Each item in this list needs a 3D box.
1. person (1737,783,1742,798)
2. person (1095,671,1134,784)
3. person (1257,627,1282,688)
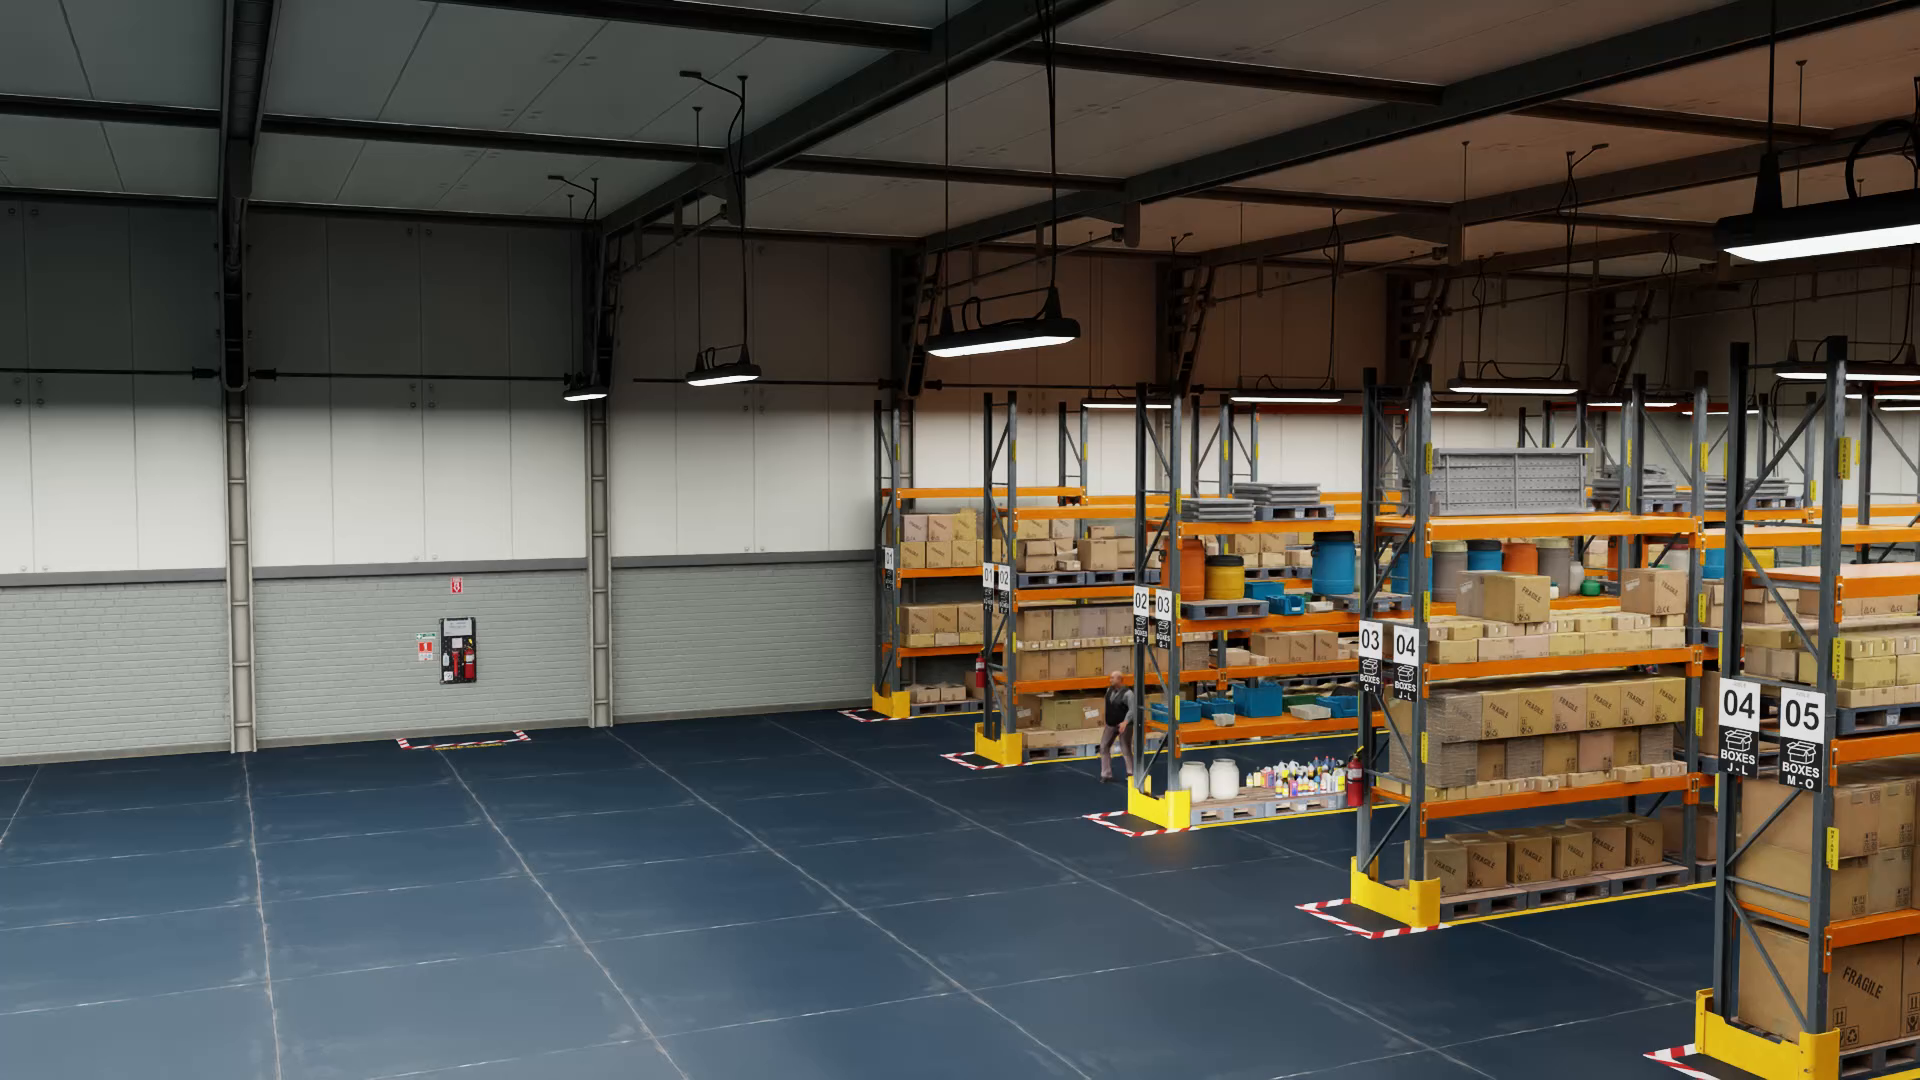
[{"bbox_3d":[10.533,3.018,22.735,0.973,1.597,0.560,-2,4,-27],"label":"person"},{"bbox_3d":[2.404,2.868,25.385,0.694,1.732,0.754,3,4,41],"label":"person"},{"bbox_3d":[5.832,2.405,32.041,0.994,1.726,0.609,-1,3,-10],"label":"person"}]
